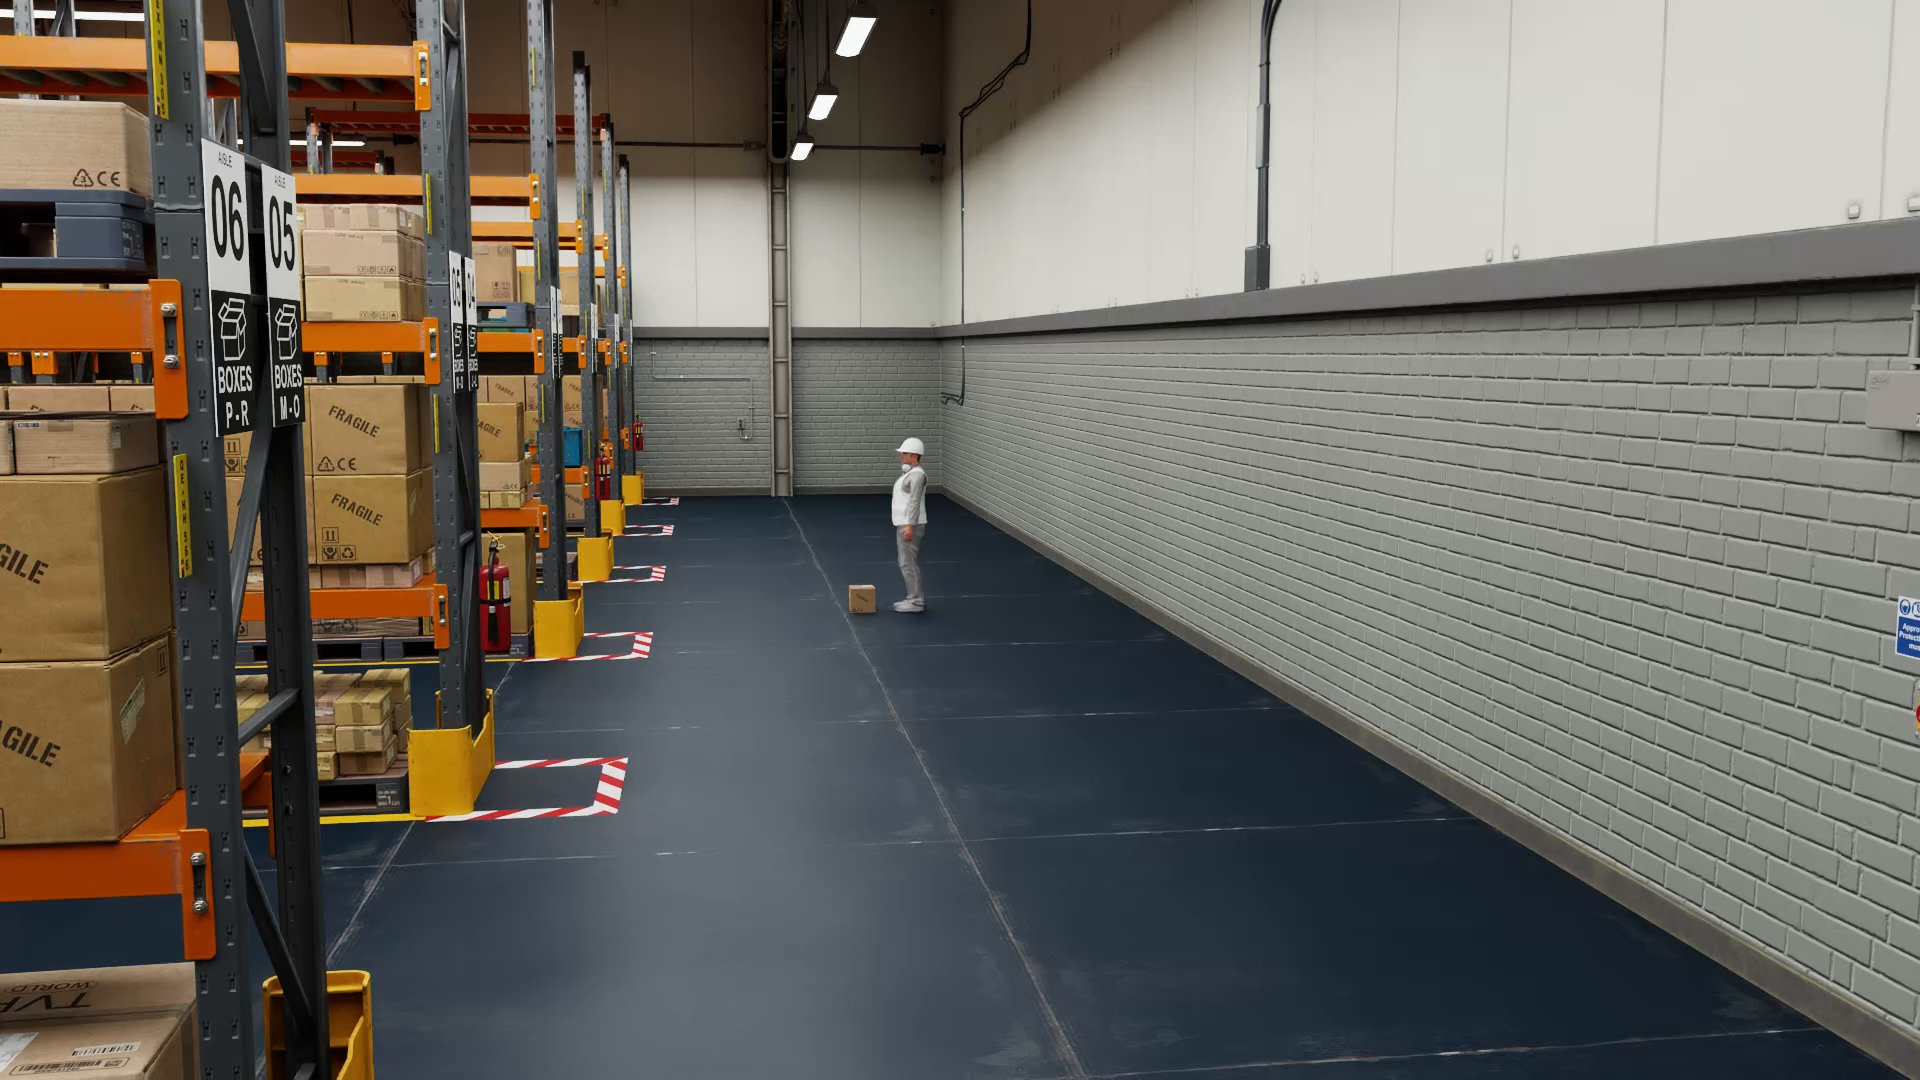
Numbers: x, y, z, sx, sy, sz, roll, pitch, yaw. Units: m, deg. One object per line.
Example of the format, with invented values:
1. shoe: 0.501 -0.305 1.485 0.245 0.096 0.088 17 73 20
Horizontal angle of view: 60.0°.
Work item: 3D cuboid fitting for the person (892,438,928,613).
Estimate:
1. person: -0.517 -0.156 17.004 0.358 1.768 0.531 -1 6 -7
